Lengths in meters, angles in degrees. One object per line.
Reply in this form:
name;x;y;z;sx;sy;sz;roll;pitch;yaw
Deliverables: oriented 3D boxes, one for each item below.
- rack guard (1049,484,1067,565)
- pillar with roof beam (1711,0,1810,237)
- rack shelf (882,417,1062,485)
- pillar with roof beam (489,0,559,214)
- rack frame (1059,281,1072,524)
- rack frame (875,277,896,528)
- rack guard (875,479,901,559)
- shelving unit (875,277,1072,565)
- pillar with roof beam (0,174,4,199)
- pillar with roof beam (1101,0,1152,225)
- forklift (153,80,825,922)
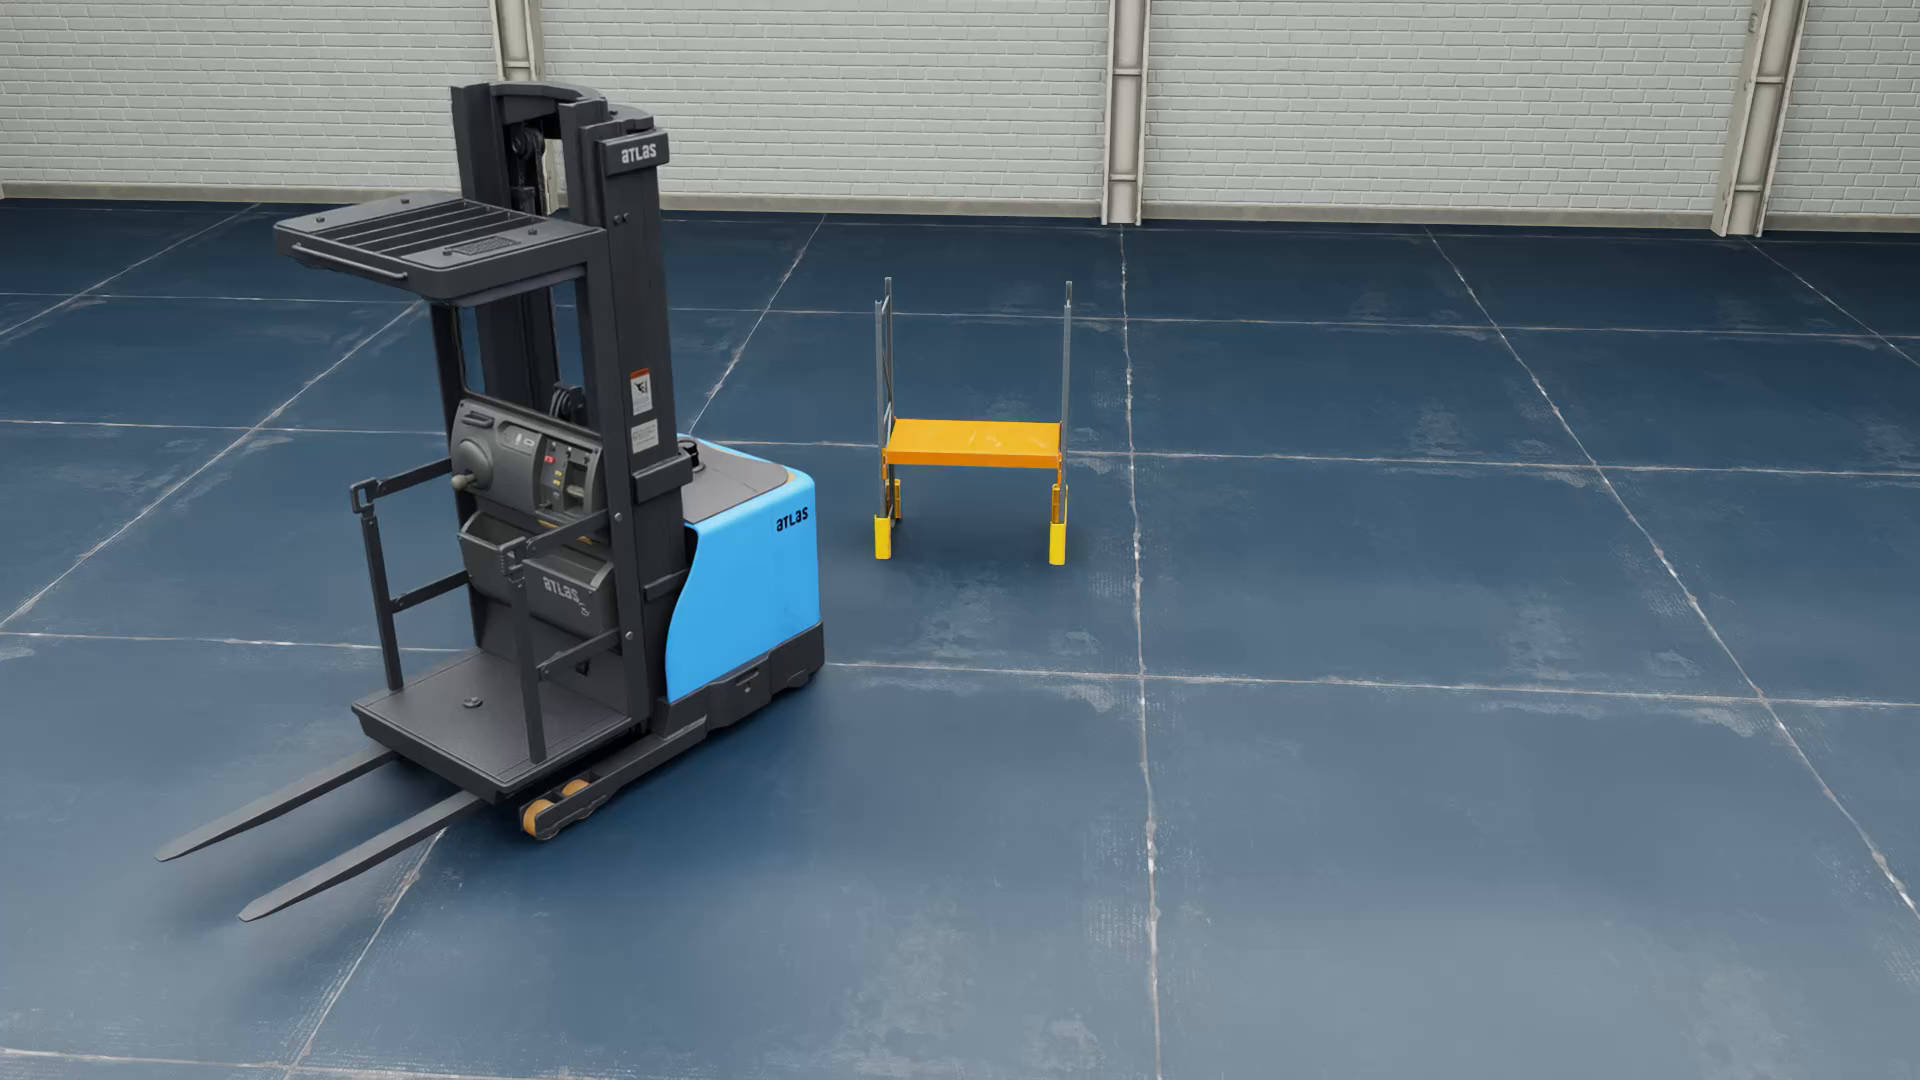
rack guard;0.573;-0.095;9.658;0.087;0.250;0.587;2;25;4
pillar with roof beam;7.271;-5.308;10.520;0.400;9.000;9.100;2;25;4
rack shelf;0.085;-0.515;9.506;1.000;0.185;0.538;2;25;4
pillar with roof beam;-4.694;-5.692;11.354;0.400;9.000;9.100;2;25;4
rack frame;0.592;-0.662;9.395;0.032;1.500;0.500;2;25;4
rack frame;-0.422;-0.695;9.466;0.032;1.500;0.500;2;25;4
rack guard;-0.421;-0.127;9.727;0.087;0.250;0.587;2;25;4
shelving unit;0.076;-0.679;9.431;1.083;1.500;0.587;2;25;4
pillar with roof beam;-10.676;-5.884;11.772;0.400;9.000;9.100;2;25;4
pillar with roof beam;1.289;-5.500;10.937;0.400;9.000;9.100;2;25;4
forklift;-1.974;-0.302;6.901;1.130;2.935;3.031;18;30;34
